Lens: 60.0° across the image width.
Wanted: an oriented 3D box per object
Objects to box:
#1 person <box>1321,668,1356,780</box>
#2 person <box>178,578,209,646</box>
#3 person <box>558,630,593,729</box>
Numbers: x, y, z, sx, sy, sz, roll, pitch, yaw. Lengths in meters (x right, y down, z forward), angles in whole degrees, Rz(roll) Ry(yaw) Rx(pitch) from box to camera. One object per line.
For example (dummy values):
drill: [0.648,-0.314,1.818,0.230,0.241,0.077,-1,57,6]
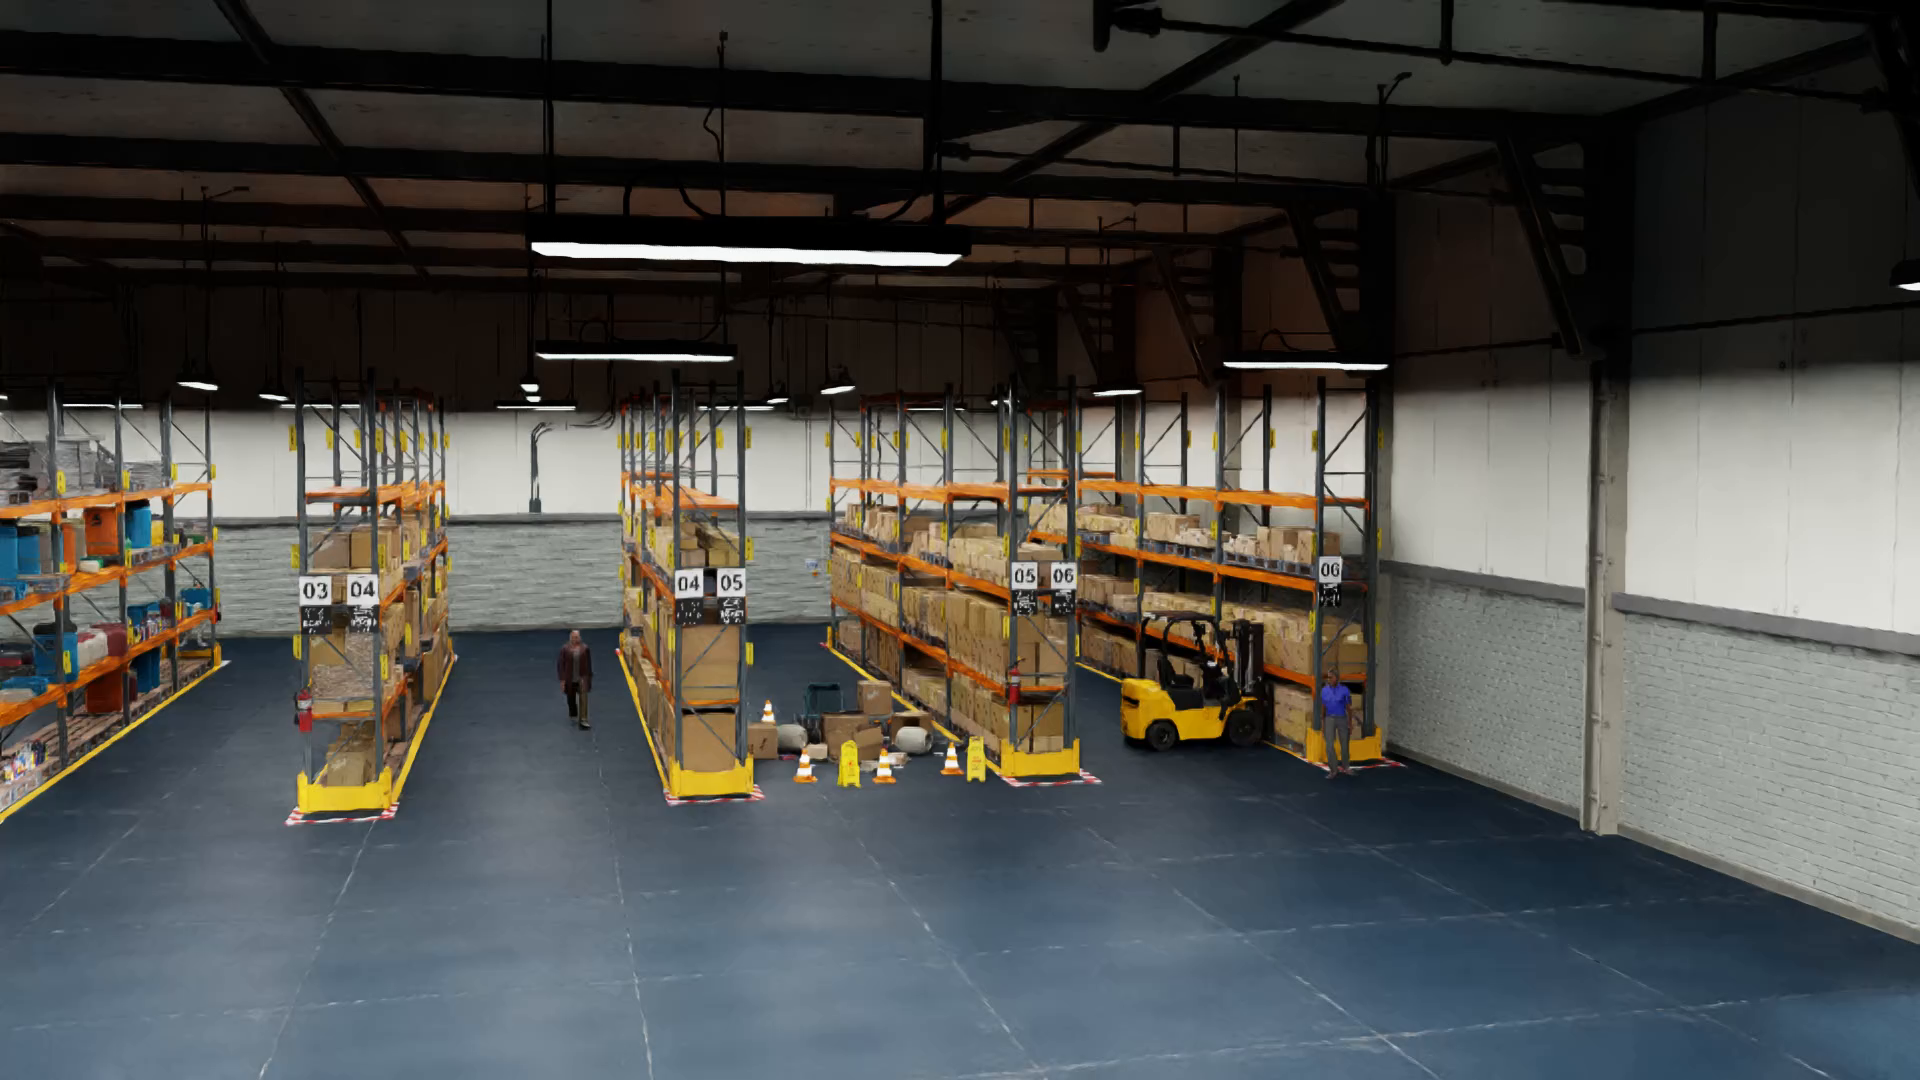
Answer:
person: [5.631,2.717,24.734,0.509,1.630,0.551,1,4,23]
person: [-18.679,1.762,40.496,0.470,1.668,0.665,2,4,30]
person: [-6.706,2.404,28.996,0.598,1.698,1.193,-1,3,-12]
